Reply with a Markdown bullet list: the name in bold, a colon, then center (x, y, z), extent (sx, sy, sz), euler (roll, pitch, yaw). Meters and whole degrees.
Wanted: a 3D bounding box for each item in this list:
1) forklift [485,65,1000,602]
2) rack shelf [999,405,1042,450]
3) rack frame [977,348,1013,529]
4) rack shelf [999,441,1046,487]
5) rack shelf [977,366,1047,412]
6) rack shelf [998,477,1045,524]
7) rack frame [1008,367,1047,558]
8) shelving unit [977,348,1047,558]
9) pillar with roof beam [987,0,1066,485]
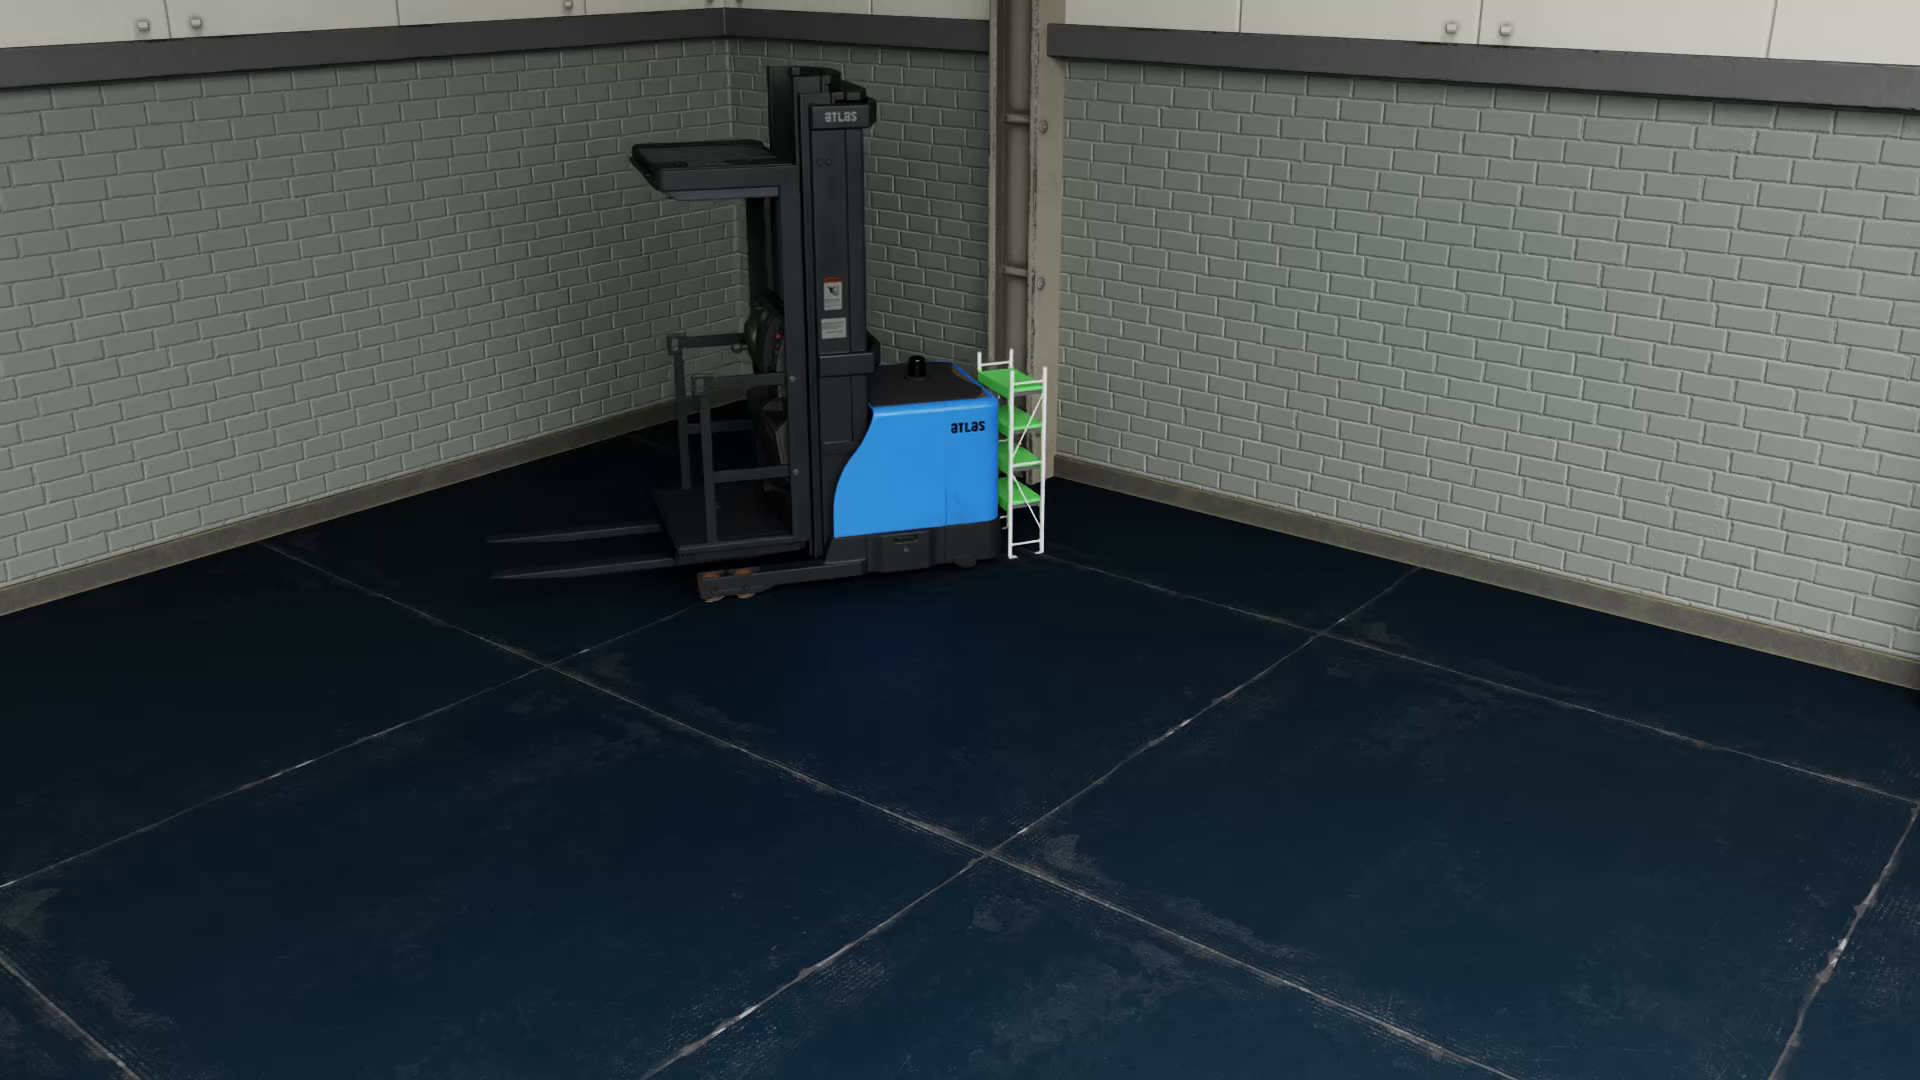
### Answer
- **forklift**: center (-1.328, -1.219, 9.746), extent (3.031, 2.935, 1.130), euler (-6, 22, -16)
- **rack shelf**: center (0.317, -0.711, 10.355), extent (0.258, 0.148, 0.480), euler (-9, 22, -21)
- **rack frame**: center (0.221, -0.626, 10.628), extent (0.240, 1.200, 0.015), euler (-9, 22, -21)
- **rack shelf**: center (0.317, -0.487, 10.440), extent (0.258, 0.148, 0.480), euler (-9, 22, -21)
- **rack shelf**: center (0.317, -0.936, 10.271), extent (0.258, 0.148, 0.480), euler (-9, 22, -21)
- **rack shelf**: center (0.317, -0.262, 10.525), extent (0.258, 0.148, 0.480), euler (-9, 22, -21)
- **rack frame**: center (0.412, -0.467, 10.207), extent (0.240, 1.200, 0.015), euler (-9, 22, -21)
- **shelving unit**: center (0.317, -0.547, 10.417), extent (0.258, 1.200, 0.503), euler (-9, 22, -21)
- **pillar with roof beam**: center (-2.284, -3.504, 7.206), extent (0.400, 9.000, 9.100), euler (16, 26, 36)
